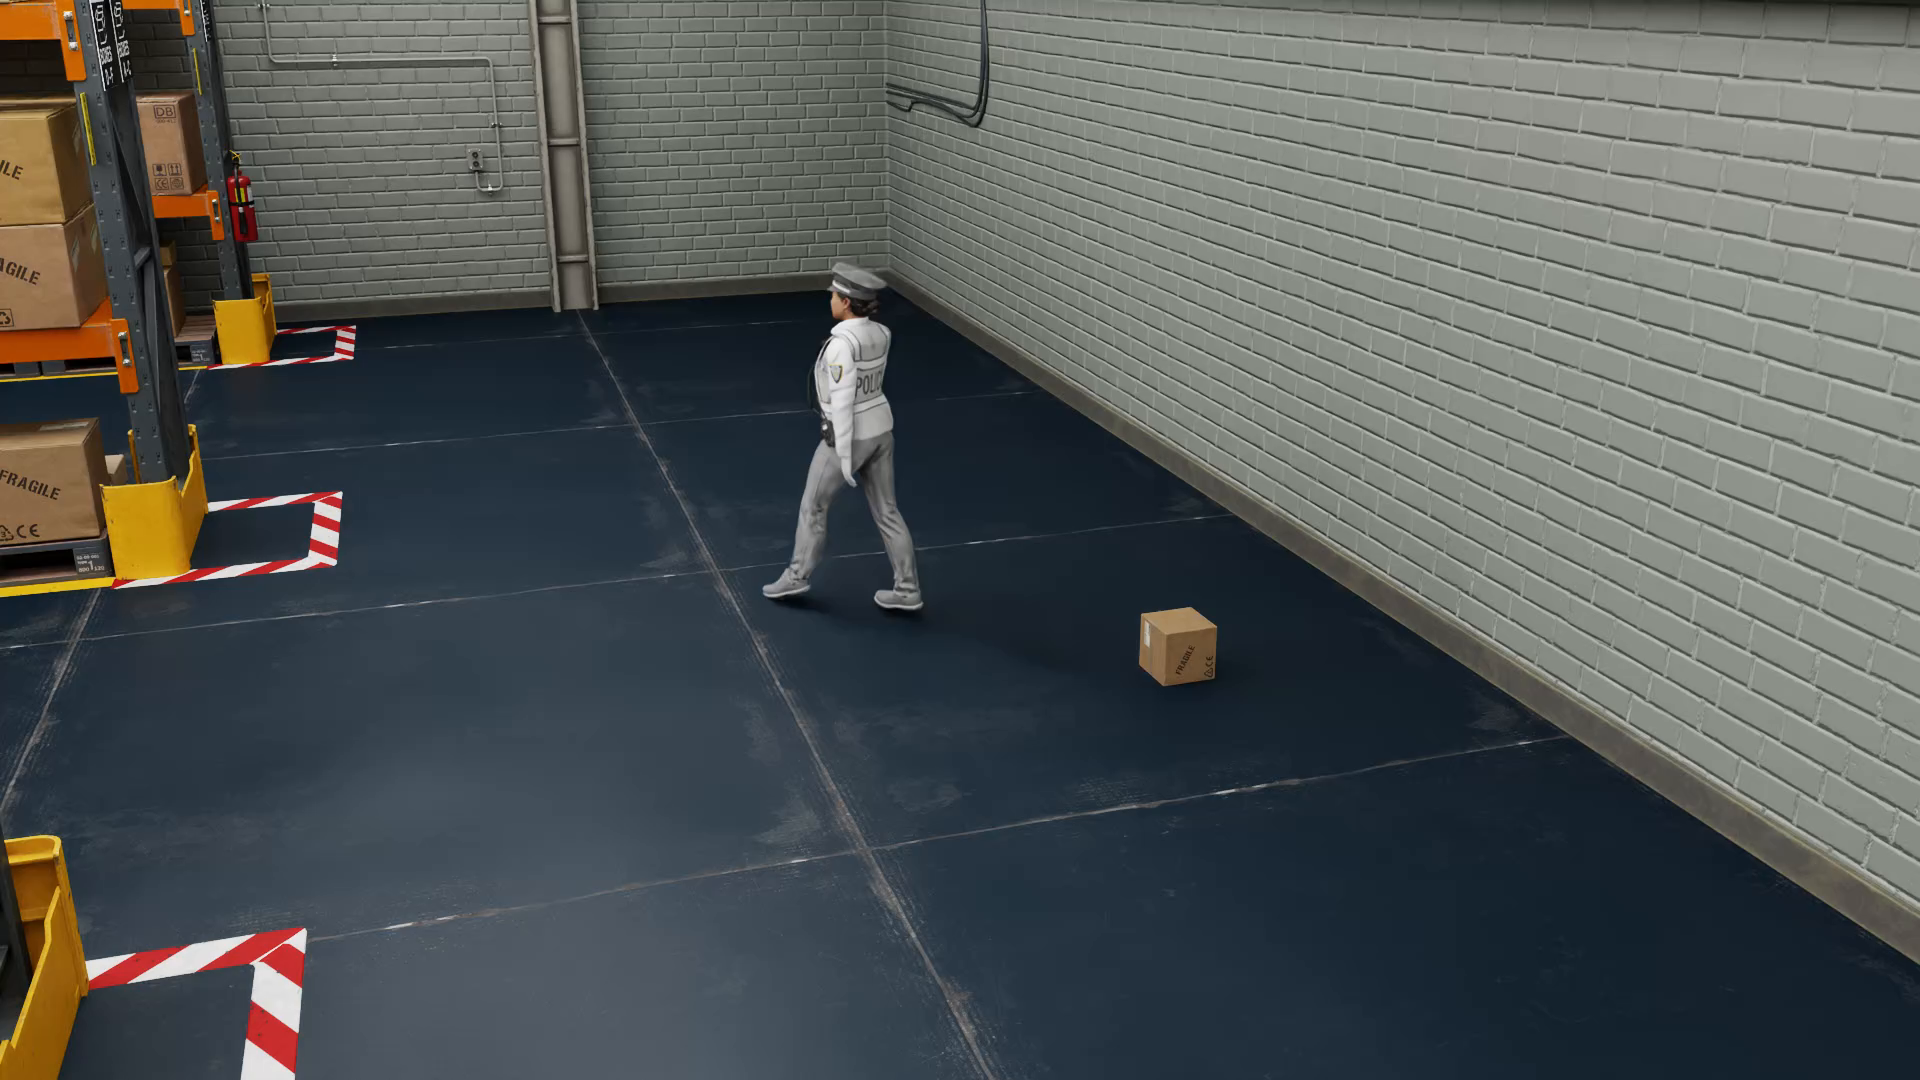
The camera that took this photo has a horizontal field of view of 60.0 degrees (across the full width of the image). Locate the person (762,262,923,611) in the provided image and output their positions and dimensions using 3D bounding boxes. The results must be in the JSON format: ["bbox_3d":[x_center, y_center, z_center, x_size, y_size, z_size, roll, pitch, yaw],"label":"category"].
[{"bbox_3d":[-0.554,-0.481,7.885,0.862,1.679,0.501,12,23,32],"label":"person"}]
